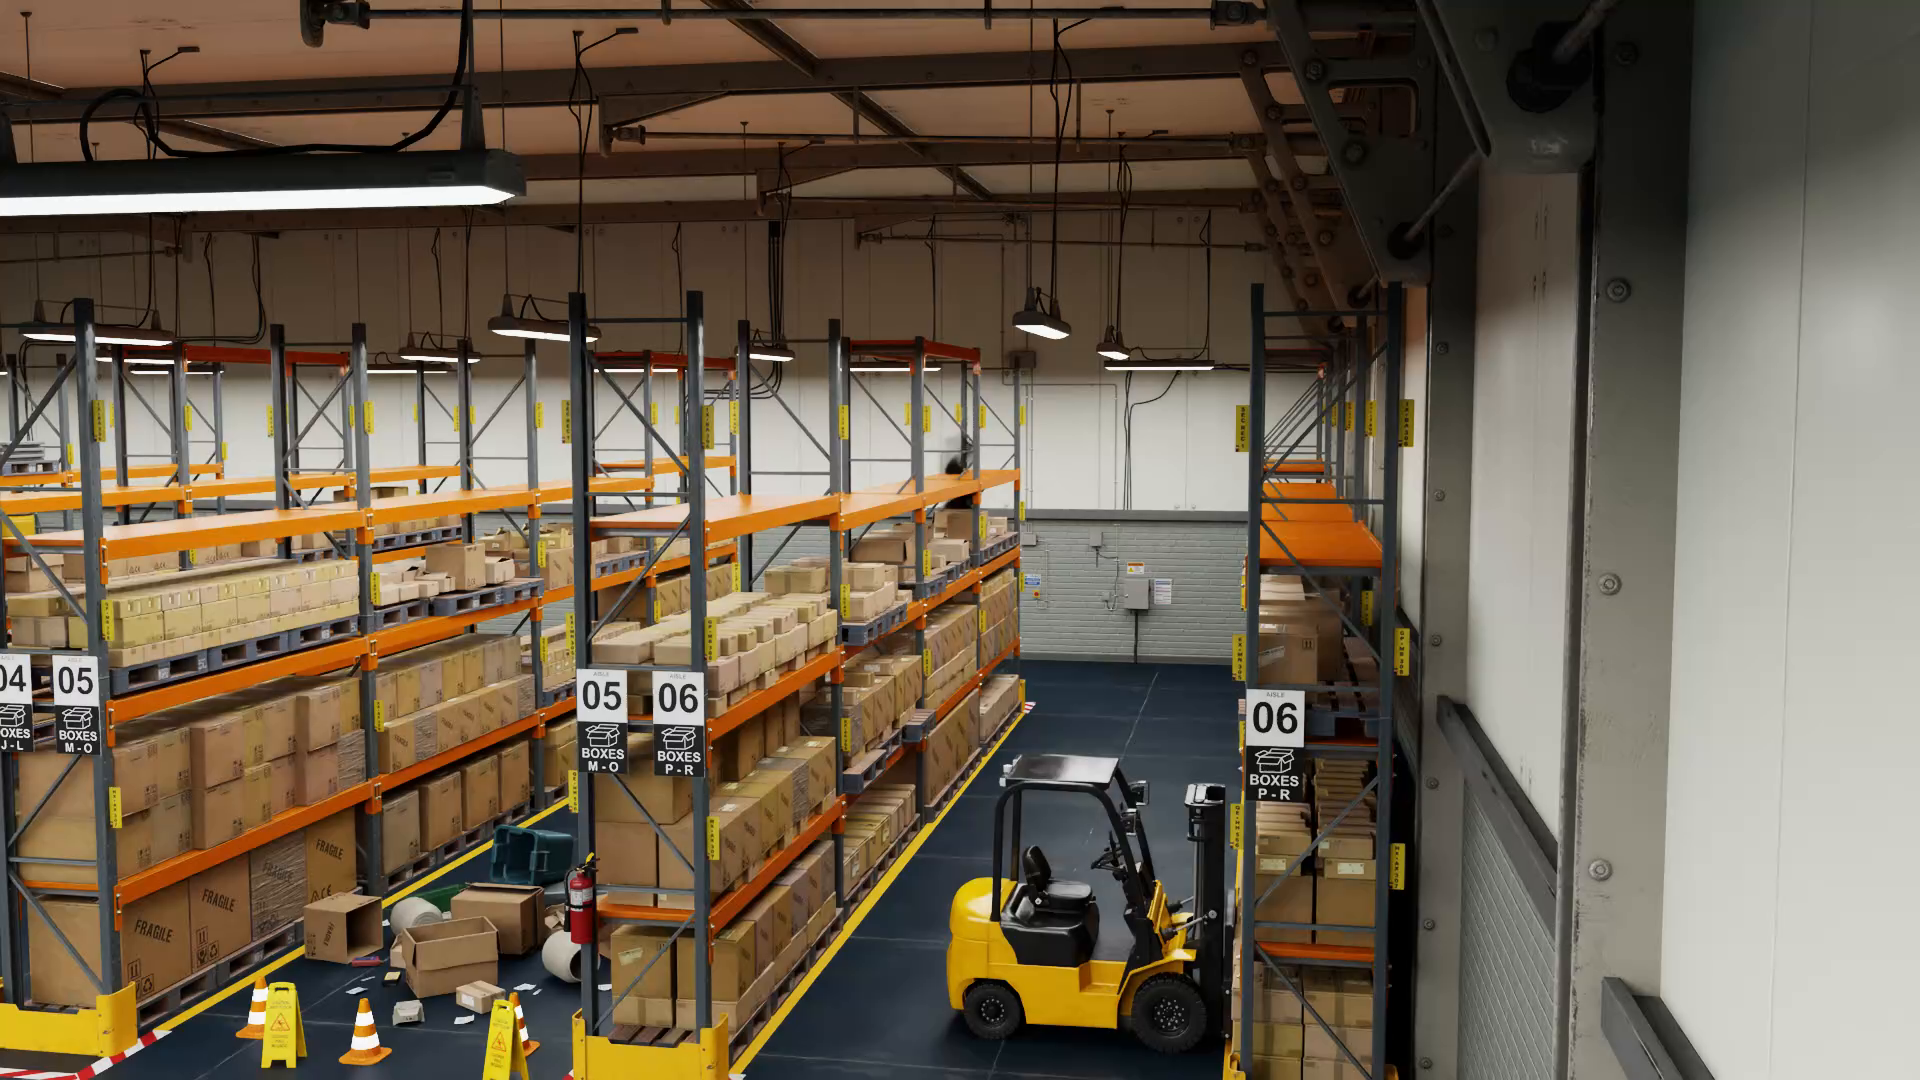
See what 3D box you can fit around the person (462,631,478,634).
[{"bbox_3d":[-9.443,1.742,31.762,0.738,1.806,0.671,2,5,28],"label":"person"}]
